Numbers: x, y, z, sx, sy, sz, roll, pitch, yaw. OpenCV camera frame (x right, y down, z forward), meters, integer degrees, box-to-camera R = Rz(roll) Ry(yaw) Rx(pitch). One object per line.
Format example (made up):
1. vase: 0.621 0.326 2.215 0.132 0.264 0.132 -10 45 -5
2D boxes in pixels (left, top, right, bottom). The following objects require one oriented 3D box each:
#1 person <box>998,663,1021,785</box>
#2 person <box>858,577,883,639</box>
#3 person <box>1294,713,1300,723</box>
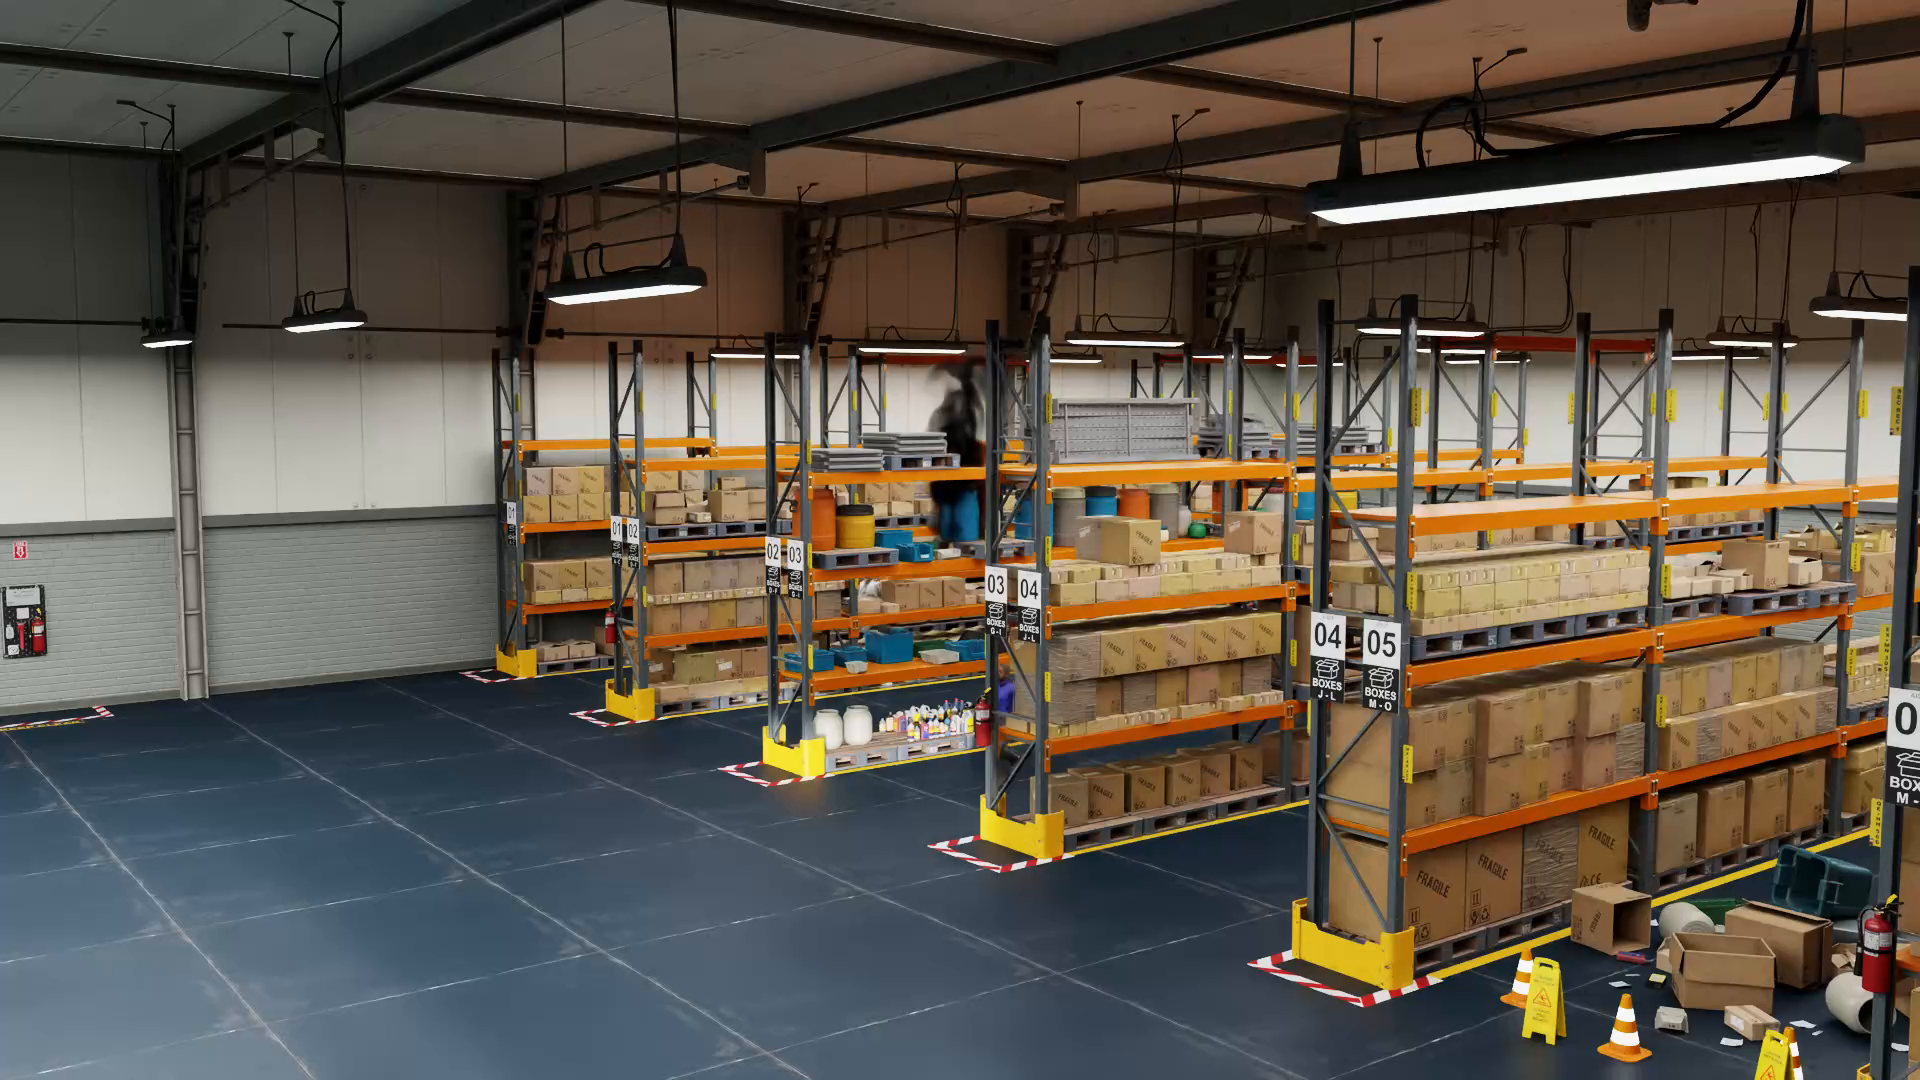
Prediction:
1. person: 0.529 2.441 21.929 0.570 1.617 0.529 4 6 36
2. person: -1.764 1.434 32.584 0.712 1.764 0.918 4 6 37
3. person: 4.993 2.094 25.597 0.538 1.659 0.605 -4 6 -38
